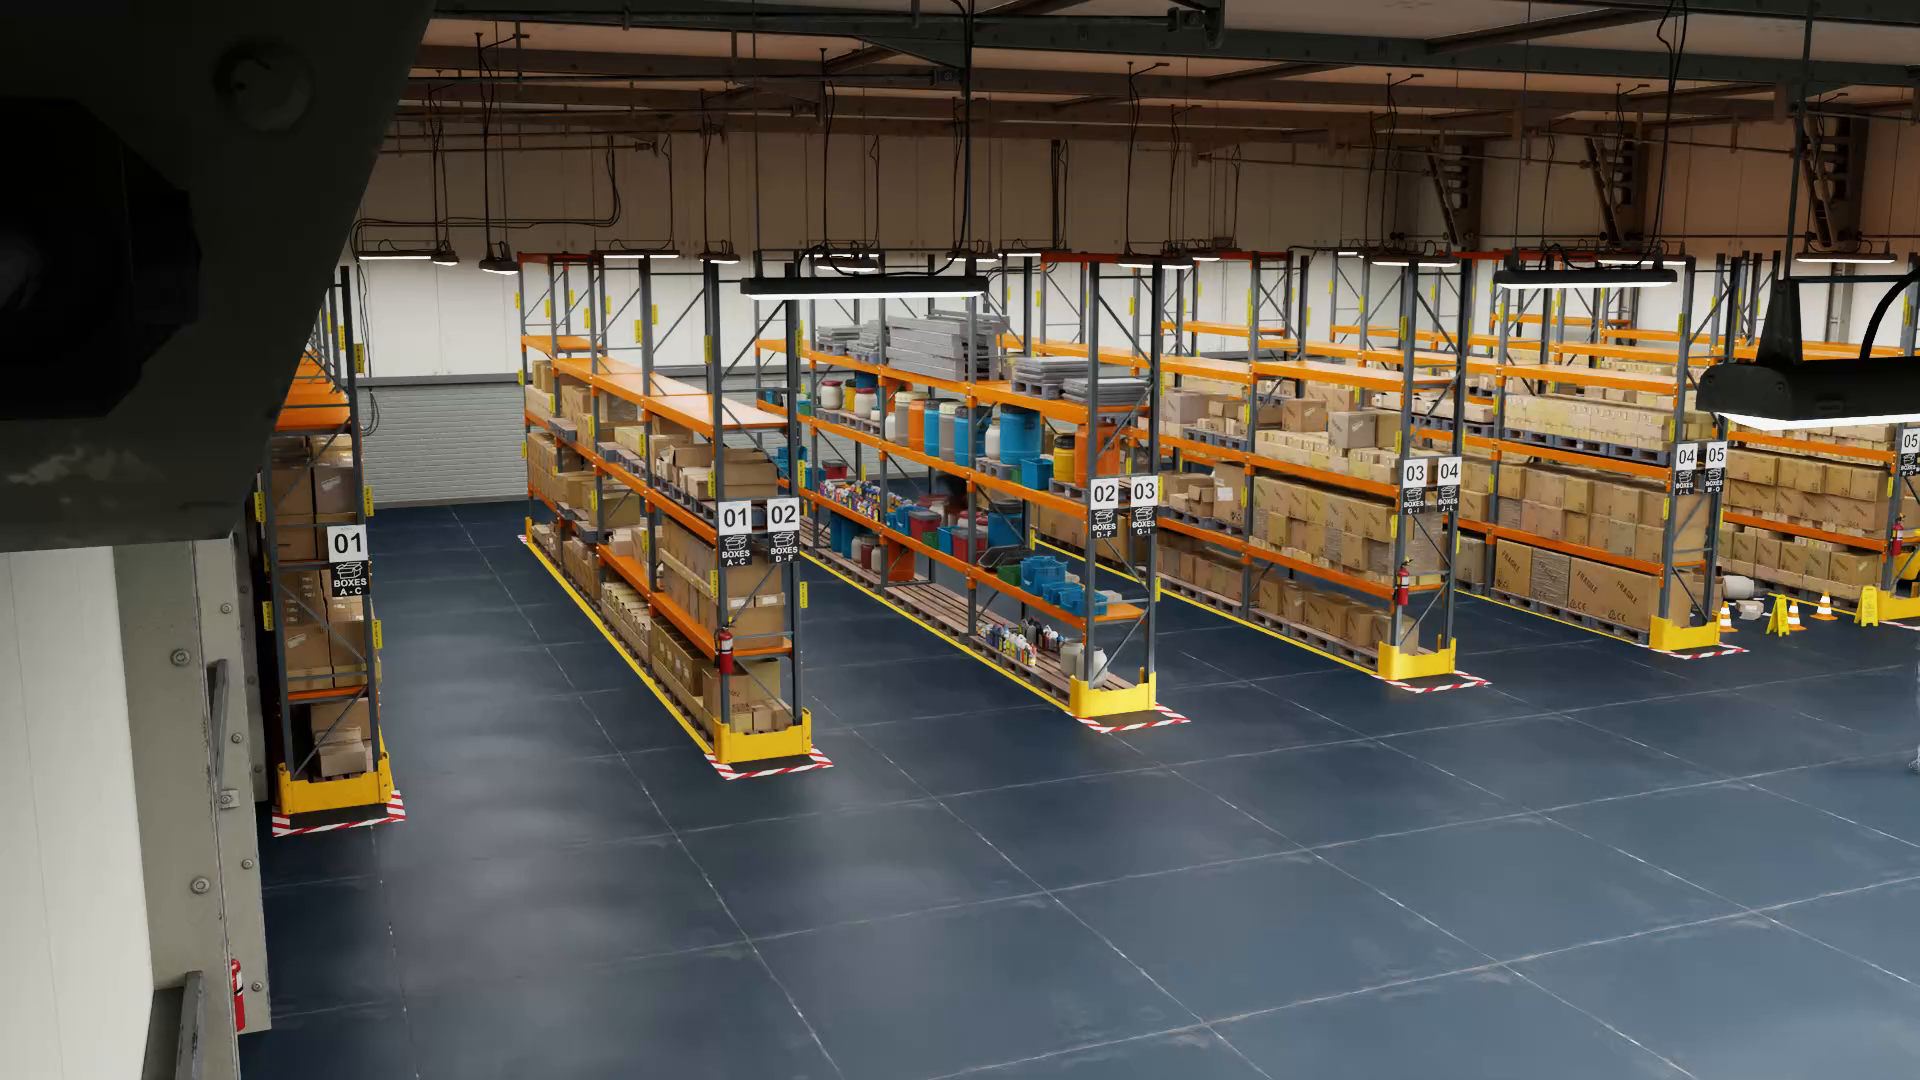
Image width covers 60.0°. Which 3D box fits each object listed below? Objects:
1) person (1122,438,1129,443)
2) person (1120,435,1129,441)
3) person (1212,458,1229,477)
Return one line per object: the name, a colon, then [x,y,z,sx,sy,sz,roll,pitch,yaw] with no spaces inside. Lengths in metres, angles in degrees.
person: [3.790,-1.606,39.297,0.657,1.604,0.590,-3,11,-17]
person: [4.020,-1.892,40.603,0.648,1.713,0.815,7,12,32]
person: [5.591,-0.861,34.962,0.728,1.729,0.704,-3,11,-15]
